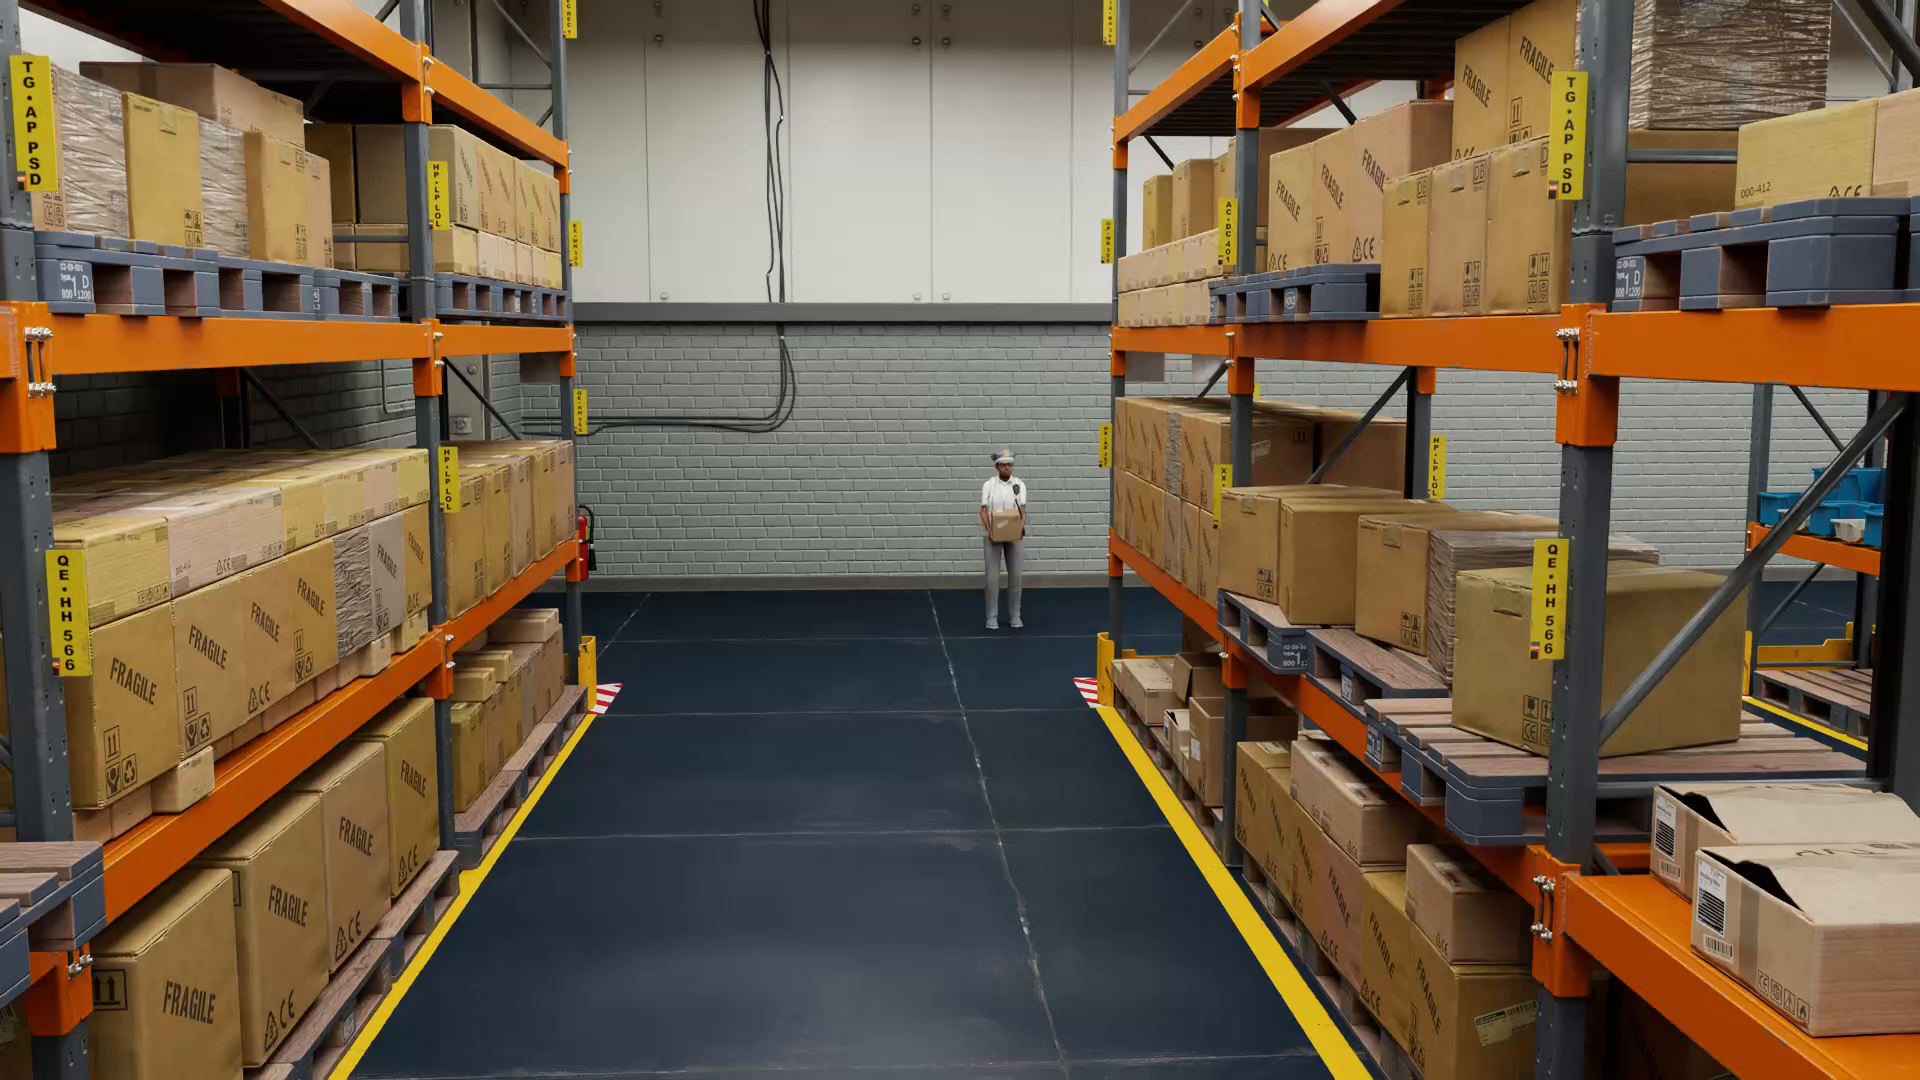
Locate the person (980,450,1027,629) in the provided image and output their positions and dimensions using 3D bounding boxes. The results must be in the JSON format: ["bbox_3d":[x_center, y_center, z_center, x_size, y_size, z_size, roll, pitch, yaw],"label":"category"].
[{"bbox_3d":[0.413,-0.008,15.727,0.450,1.690,0.514,0,7,-3],"label":"person"}]
